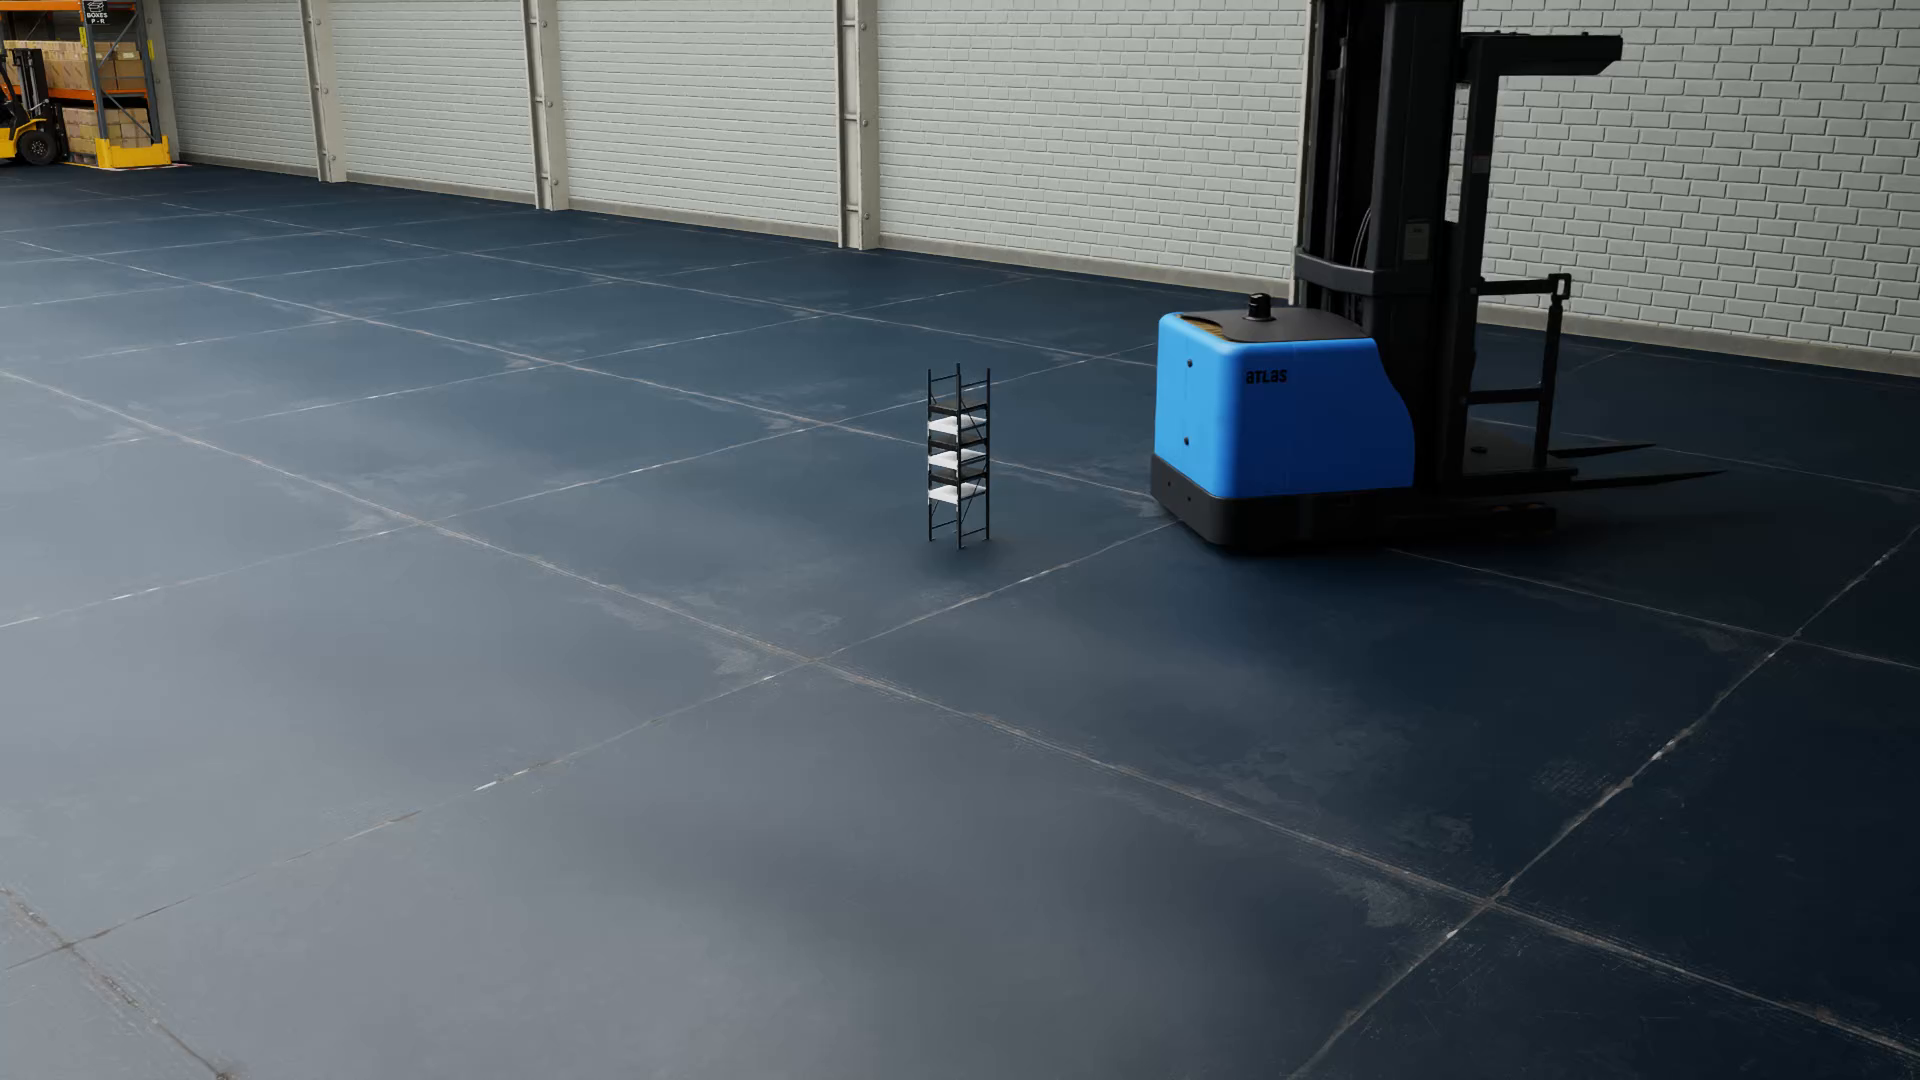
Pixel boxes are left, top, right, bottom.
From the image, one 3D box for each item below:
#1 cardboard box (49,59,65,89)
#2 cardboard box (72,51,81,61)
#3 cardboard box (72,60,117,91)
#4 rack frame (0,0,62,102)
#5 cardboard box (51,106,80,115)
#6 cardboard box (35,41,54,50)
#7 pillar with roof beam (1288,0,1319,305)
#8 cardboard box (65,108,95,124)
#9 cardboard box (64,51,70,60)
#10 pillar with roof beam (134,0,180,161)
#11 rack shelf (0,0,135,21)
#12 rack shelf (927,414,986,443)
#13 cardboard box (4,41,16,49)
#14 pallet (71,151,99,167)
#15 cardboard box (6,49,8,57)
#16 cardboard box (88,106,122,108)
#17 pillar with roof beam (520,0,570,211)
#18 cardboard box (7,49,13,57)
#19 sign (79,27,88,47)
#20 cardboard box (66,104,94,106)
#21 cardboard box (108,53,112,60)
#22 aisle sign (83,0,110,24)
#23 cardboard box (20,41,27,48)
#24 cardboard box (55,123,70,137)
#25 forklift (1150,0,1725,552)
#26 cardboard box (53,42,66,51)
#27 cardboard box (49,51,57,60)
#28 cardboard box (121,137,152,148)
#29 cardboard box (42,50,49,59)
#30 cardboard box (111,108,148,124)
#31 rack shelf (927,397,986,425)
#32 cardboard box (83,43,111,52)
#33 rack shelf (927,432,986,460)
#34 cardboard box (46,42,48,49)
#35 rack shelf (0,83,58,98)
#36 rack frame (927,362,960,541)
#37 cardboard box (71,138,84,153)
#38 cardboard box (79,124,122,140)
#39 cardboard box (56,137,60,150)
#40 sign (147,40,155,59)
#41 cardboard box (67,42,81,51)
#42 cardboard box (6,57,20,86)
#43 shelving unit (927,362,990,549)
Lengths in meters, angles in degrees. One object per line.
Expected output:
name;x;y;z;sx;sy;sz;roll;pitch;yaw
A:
cardboard box;-16.017;-8.402;29.963;0.500;0.500;0.500;14;23;38
cardboard box;-15.365;-8.514;29.242;0.250;0.149;0.380;16;23;40
cardboard box;-15.252;-8.193;29.304;0.500;0.500;0.500;14;23;38
rack frame;-17.701;-8.909;31.726;0.127;3.000;1.000;15;23;39
cardboard box;-16.405;-7.798;30.422;0.500;0.250;0.500;14;23;38
cardboard box;-16.643;-9.036;30.396;0.250;0.149;0.380;15;23;39
pillar with roof beam;0.461;-5.516;11.117;0.400;9.000;9.100;15;23;39
cardboard box;-15.647;-7.595;29.784;0.500;0.250;0.500;16;23;40
cardboard box;-15.697;-8.632;29.614;0.250;0.149;0.380;15;23;39
pillar with roof beam;-17.489;-10.335;26.301;0.400;9.000;9.100;15;23;39
rack shelf;-16.205;-9.594;30.115;4.000;0.370;1.077;15;23;39
rack shelf;-0.006;-0.570;8.436;0.200;0.077;0.258;15;23;39
cardboard box;-17.660;-9.277;31.154;0.250;0.149;0.380;16;23;40
pallet;-15.309;-6.921;30.071;1.213;0.211;1.003;15;23;39
cardboard box;-18.104;-9.284;31.670;0.250;0.149;0.380;16;24;41
cardboard box;-15.686;-7.814;30.473;0.500;0.250;0.500;15;23;39
pillar with roof beam;-8.514;-7.926;18.709;0.400;9.000;9.100;15;23;39
cardboard box;-17.637;-9.143;31.223;0.250;0.149;0.380;15;23;38
sign;-15.080;-8.651;28.606;0.005;0.325;0.100;15;23;39
cardboard box;-16.446;-8.017;31.114;0.500;0.250;0.500;15;23;40
cardboard box;-15.018;-8.625;29.592;0.250;0.149;0.380;15;23;39
aisle sign;-14.855;-9.266;28.551;0.004;0.787;0.394;15;23;39
cardboard box;-17.083;-9.120;30.662;0.250;0.149;0.380;16;23;40
cardboard box;-16.049;-7.463;30.193;0.500;0.250;0.500;14;23;38
forklift;2.622;-1.554;8.662;3.031;2.935;1.130;-4;18;-13
cardboard box;-15.941;-8.812;29.689;0.250;0.149;0.380;16;23;41
cardboard box;-16.130;-8.721;29.895;0.250;0.149;0.380;15;23;40
cardboard box;-14.947;-7.138;29.997;0.500;0.250;0.500;15;23;39
cardboard box;-16.494;-8.828;30.231;0.250;0.149;0.380;14;23;38
cardboard box;-14.943;-7.612;29.835;0.500;0.250;0.500;15;23;38
rack shelf;-0.006;-0.656;8.409;0.200;0.077;0.258;15;23;39
cardboard box;-15.117;-8.629;29.113;0.250;0.149;0.380;15;23;39
rack shelf;-0.006;-0.485;8.464;0.200;0.077;0.258;15;23;39
cardboard box;-16.268;-8.936;30.079;0.250;0.149;0.380;15;23;40
rack shelf;-19.197;-8.968;33.100;4.000;0.370;1.077;15;23;39
rack frame;-0.082;-0.451;8.545;0.006;0.900;0.240;15;23;39
cardboard box;-15.636;-7.120;29.941;0.500;0.250;0.500;15;23;39
cardboard box;-15.281;-7.261;29.557;0.500;0.250;0.500;15;23;39
cardboard box;-16.408;-7.322;30.576;0.500;0.250;0.500;16;24;41
sign;-14.336;-8.681;29.444;0.005;0.325;0.100;15;23;39
cardboard box;-15.536;-8.718;29.393;0.250;0.149;0.380;16;23;40
cardboard box;-17.542;-8.809;31.244;0.500;0.500;0.500;14;22;38
shelving unit;-0.006;-0.431;8.481;0.210;0.900;0.258;15;23;39
